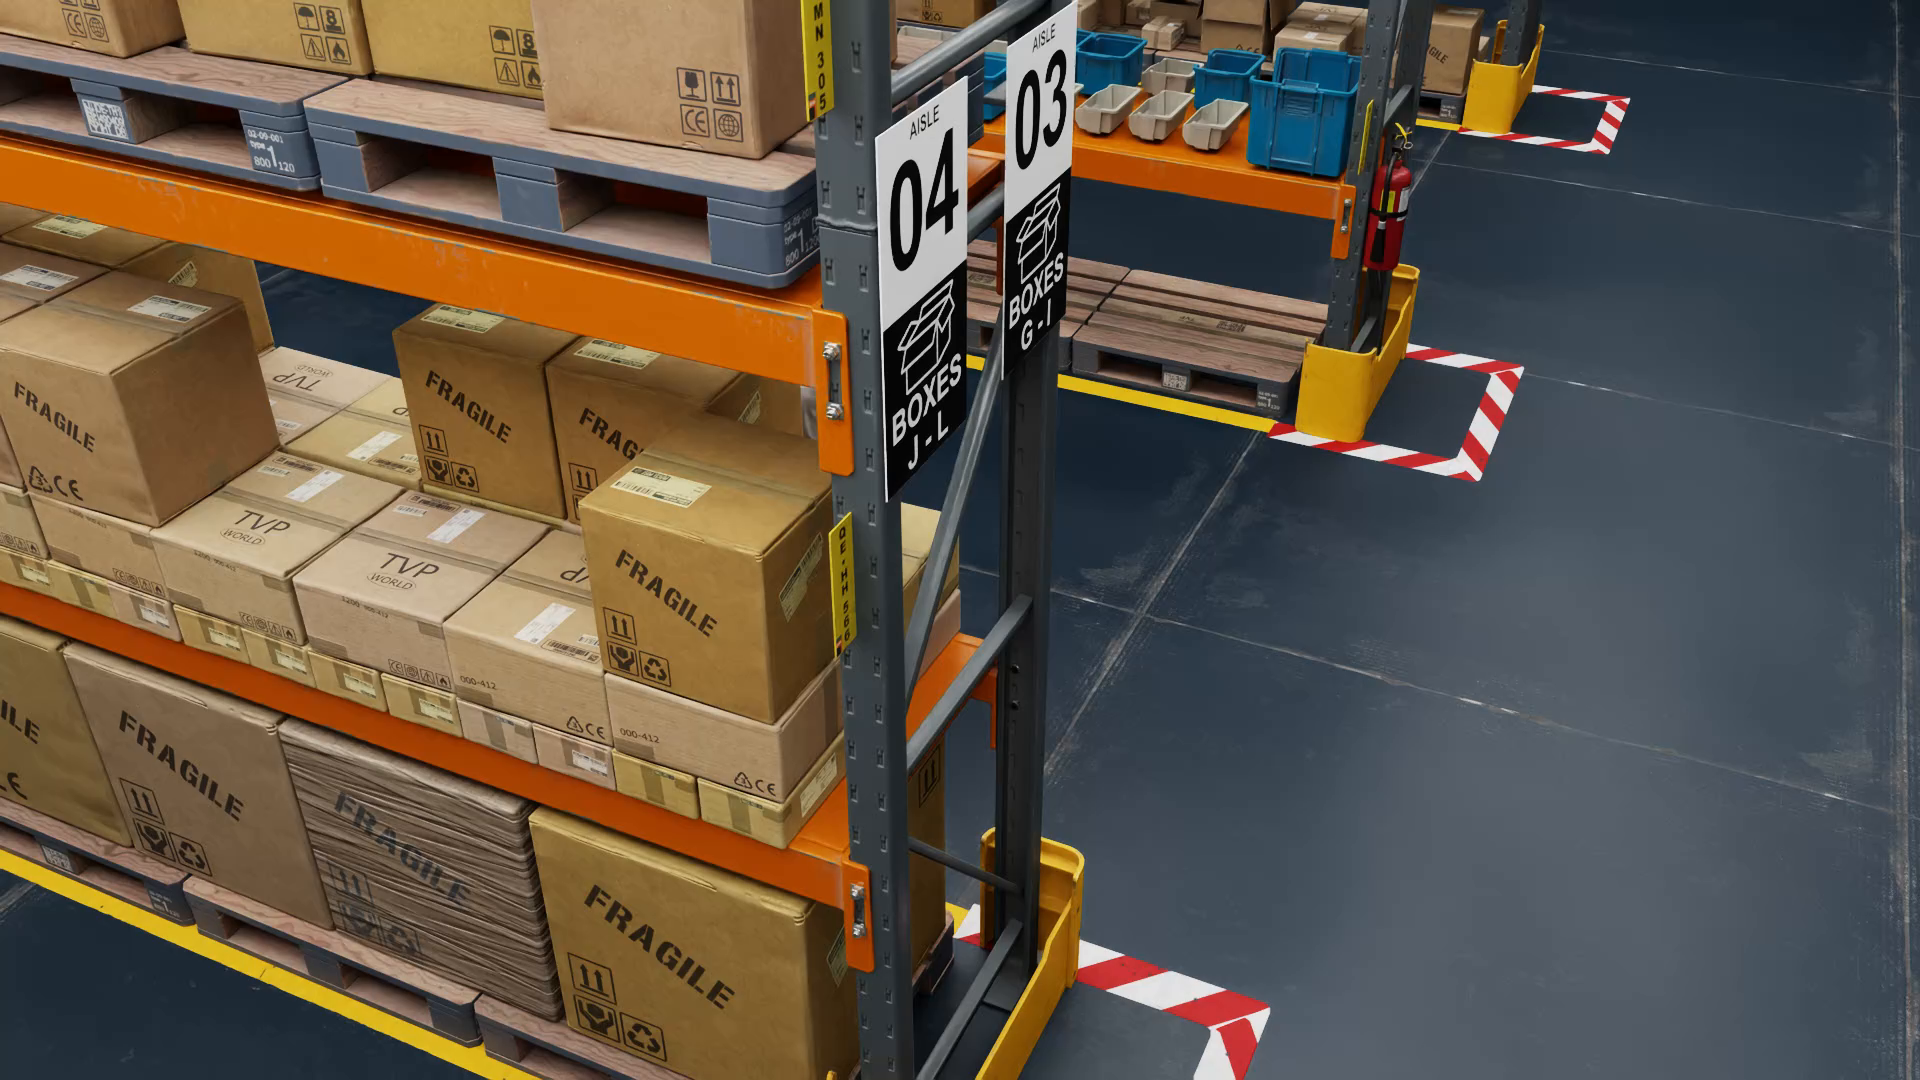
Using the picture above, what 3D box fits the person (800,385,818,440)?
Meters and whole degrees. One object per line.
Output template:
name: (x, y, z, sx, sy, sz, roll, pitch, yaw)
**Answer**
person: (-0.535, -0.246, 6.503, 0.390, 1.777, 0.531, 15, 36, 21)
